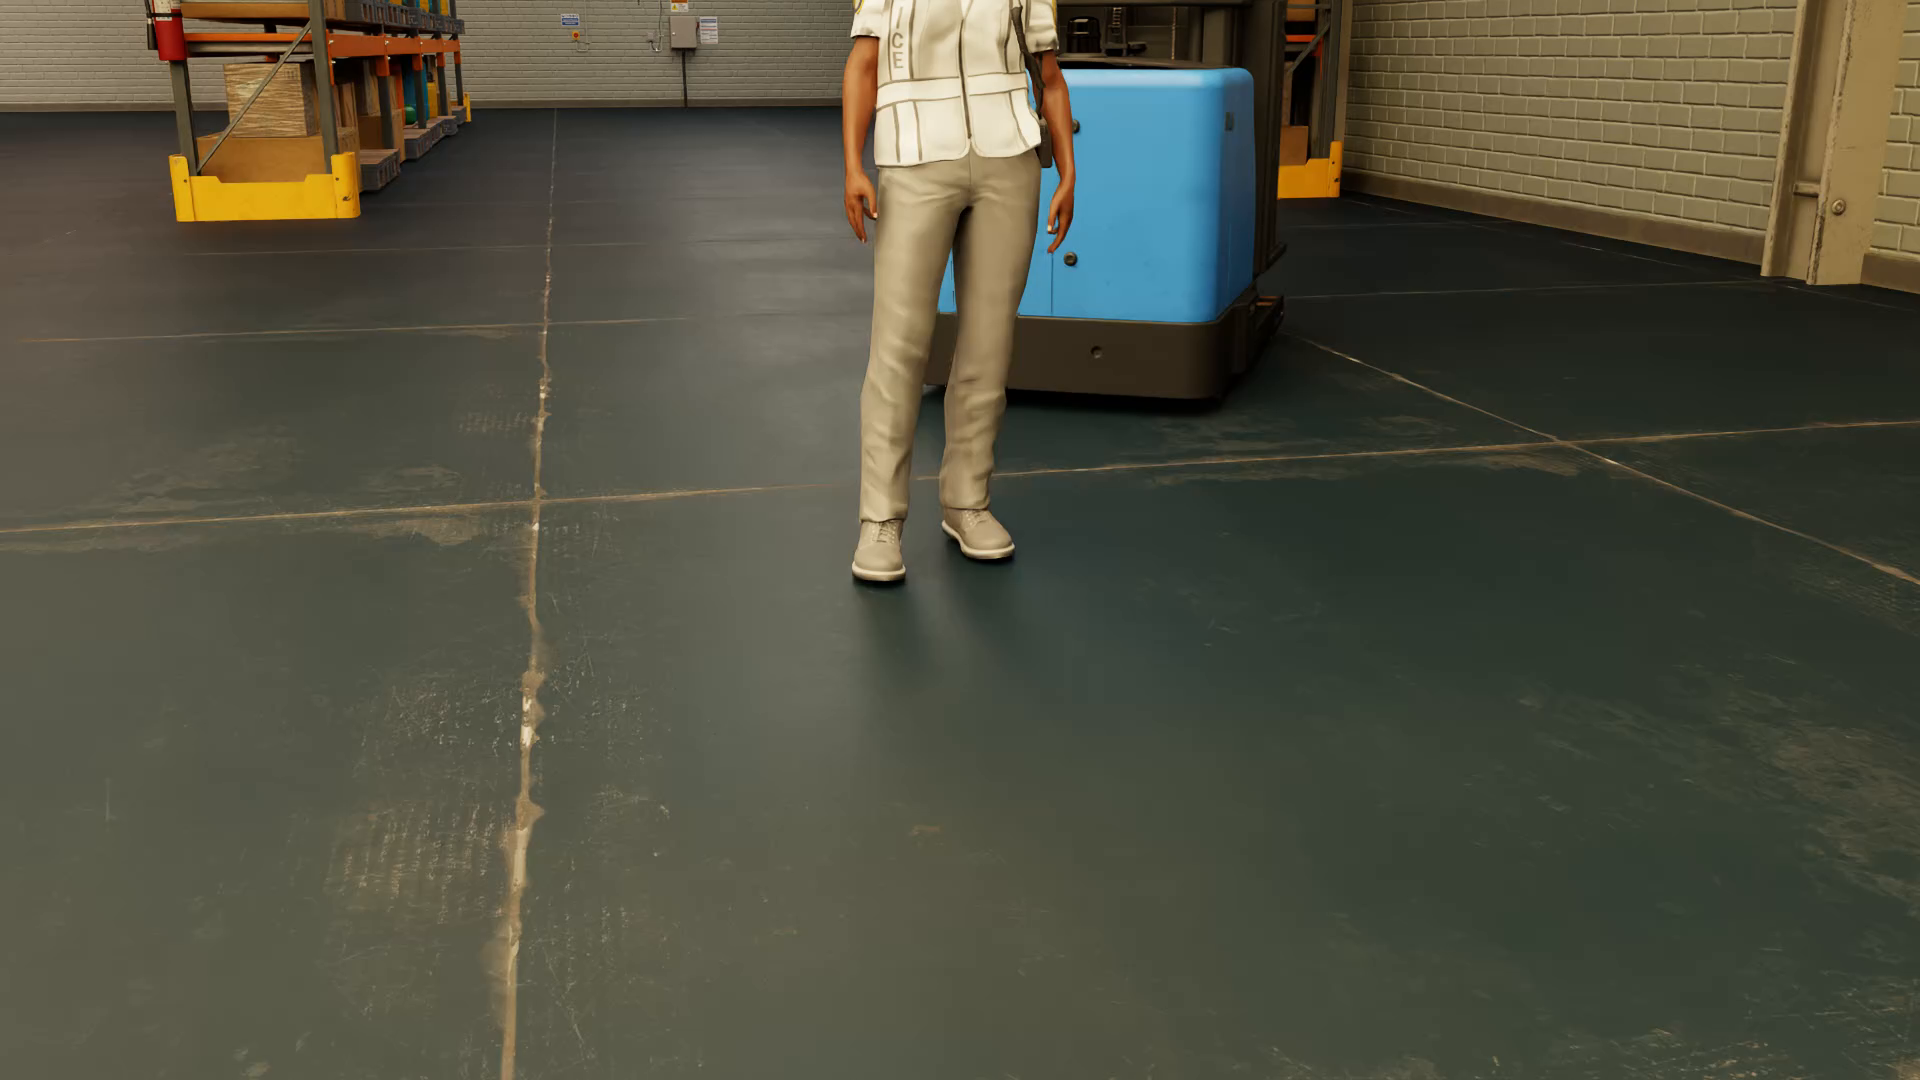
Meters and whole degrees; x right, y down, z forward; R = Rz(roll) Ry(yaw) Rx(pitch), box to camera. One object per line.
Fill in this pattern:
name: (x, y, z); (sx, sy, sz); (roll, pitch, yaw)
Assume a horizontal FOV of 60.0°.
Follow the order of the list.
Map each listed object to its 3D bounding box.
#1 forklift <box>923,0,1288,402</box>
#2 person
forklift: (0.719, -2.229, 6.374); (1.130, 2.935, 3.031); (5, 17, 16)
person: (-0.003, -0.796, 3.698); (0.569, 1.693, 0.528); (-4, 17, -12)
